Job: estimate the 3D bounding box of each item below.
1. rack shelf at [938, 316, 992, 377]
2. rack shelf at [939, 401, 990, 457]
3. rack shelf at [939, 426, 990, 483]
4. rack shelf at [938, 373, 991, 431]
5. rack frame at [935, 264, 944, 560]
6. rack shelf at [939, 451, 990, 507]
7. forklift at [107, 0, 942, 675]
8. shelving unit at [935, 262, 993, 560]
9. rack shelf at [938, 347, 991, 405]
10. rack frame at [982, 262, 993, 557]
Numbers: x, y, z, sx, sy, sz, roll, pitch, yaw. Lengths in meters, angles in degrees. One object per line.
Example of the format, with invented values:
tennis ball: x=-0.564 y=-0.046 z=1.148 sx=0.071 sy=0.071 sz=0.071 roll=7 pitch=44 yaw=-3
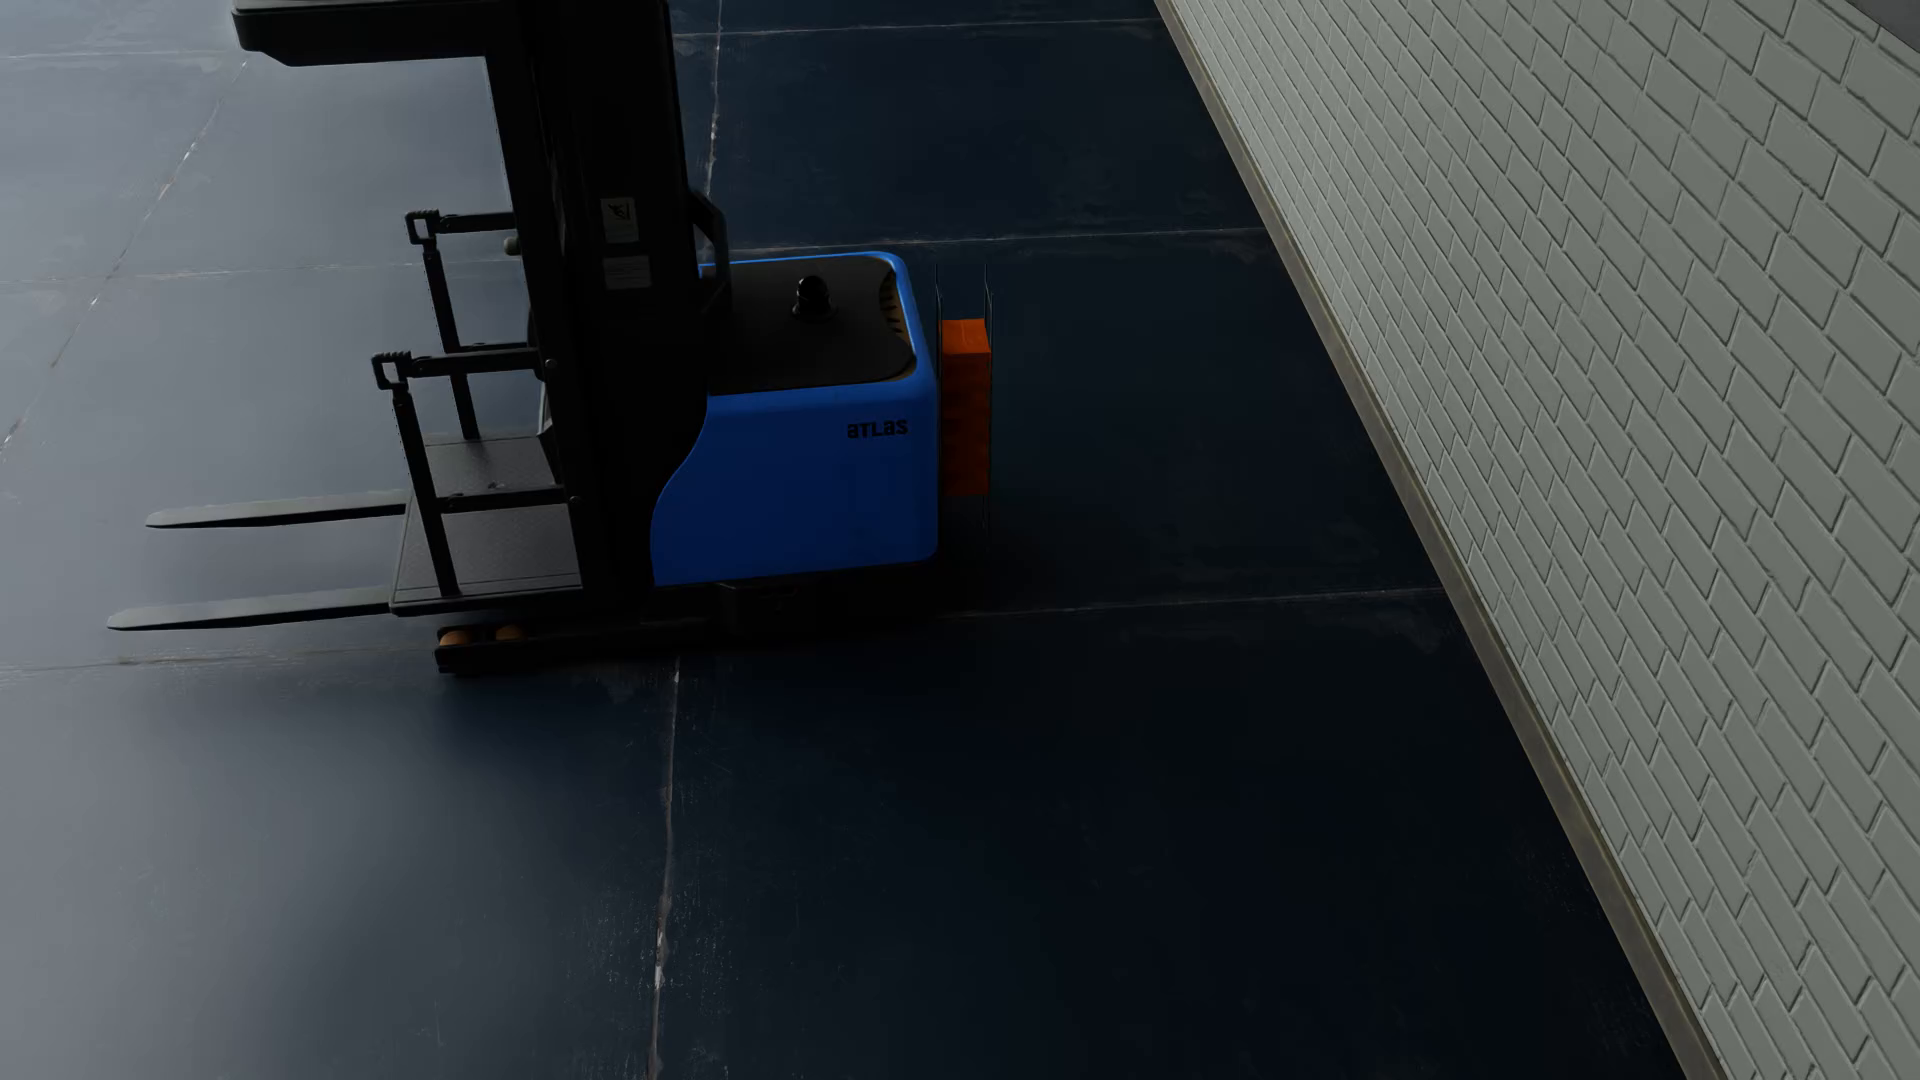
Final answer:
rack shelf: x=0.014 y=-0.720 z=6.184 sx=0.180 sy=0.103 sz=0.258 roll=-3 pitch=38 yaw=-4
rack shelf: x=0.014 y=-0.437 z=6.407 sx=0.180 sy=0.103 sz=0.258 roll=-3 pitch=38 yaw=-4
rack shelf: x=0.014 y=-0.343 z=6.481 sx=0.180 sy=0.103 sz=0.258 roll=-3 pitch=38 yaw=-4
rack shelf: x=0.014 y=-0.531 z=6.333 sx=0.180 sy=0.103 sz=0.258 roll=-3 pitch=38 yaw=-4
rack frame: x=-0.077 y=-0.467 z=6.373 sx=0.006 sy=1.200 sz=0.240 roll=-3 pitch=38 yaw=-4
rack shelf: x=0.014 y=-0.249 z=6.556 sx=0.180 sy=0.103 sz=0.258 roll=-3 pitch=38 yaw=-4
forklift: x=-1.631 y=-1.007 z=5.660 sx=3.031 sy=2.935 sz=1.130 roll=-5 pitch=39 yaw=-7
shelving unit: x=0.014 y=-0.472 z=6.379 sx=0.189 sy=1.200 sz=0.258 roll=-3 pitch=38 yaw=-4
rack shelf: x=0.014 y=-0.625 z=6.258 sx=0.180 sy=0.103 sz=0.258 roll=-3 pitch=38 yaw=-4
rack frame: x=0.106 y=-0.477 z=6.386 sx=0.006 sy=1.200 sz=0.240 roll=-3 pitch=38 yaw=-4
